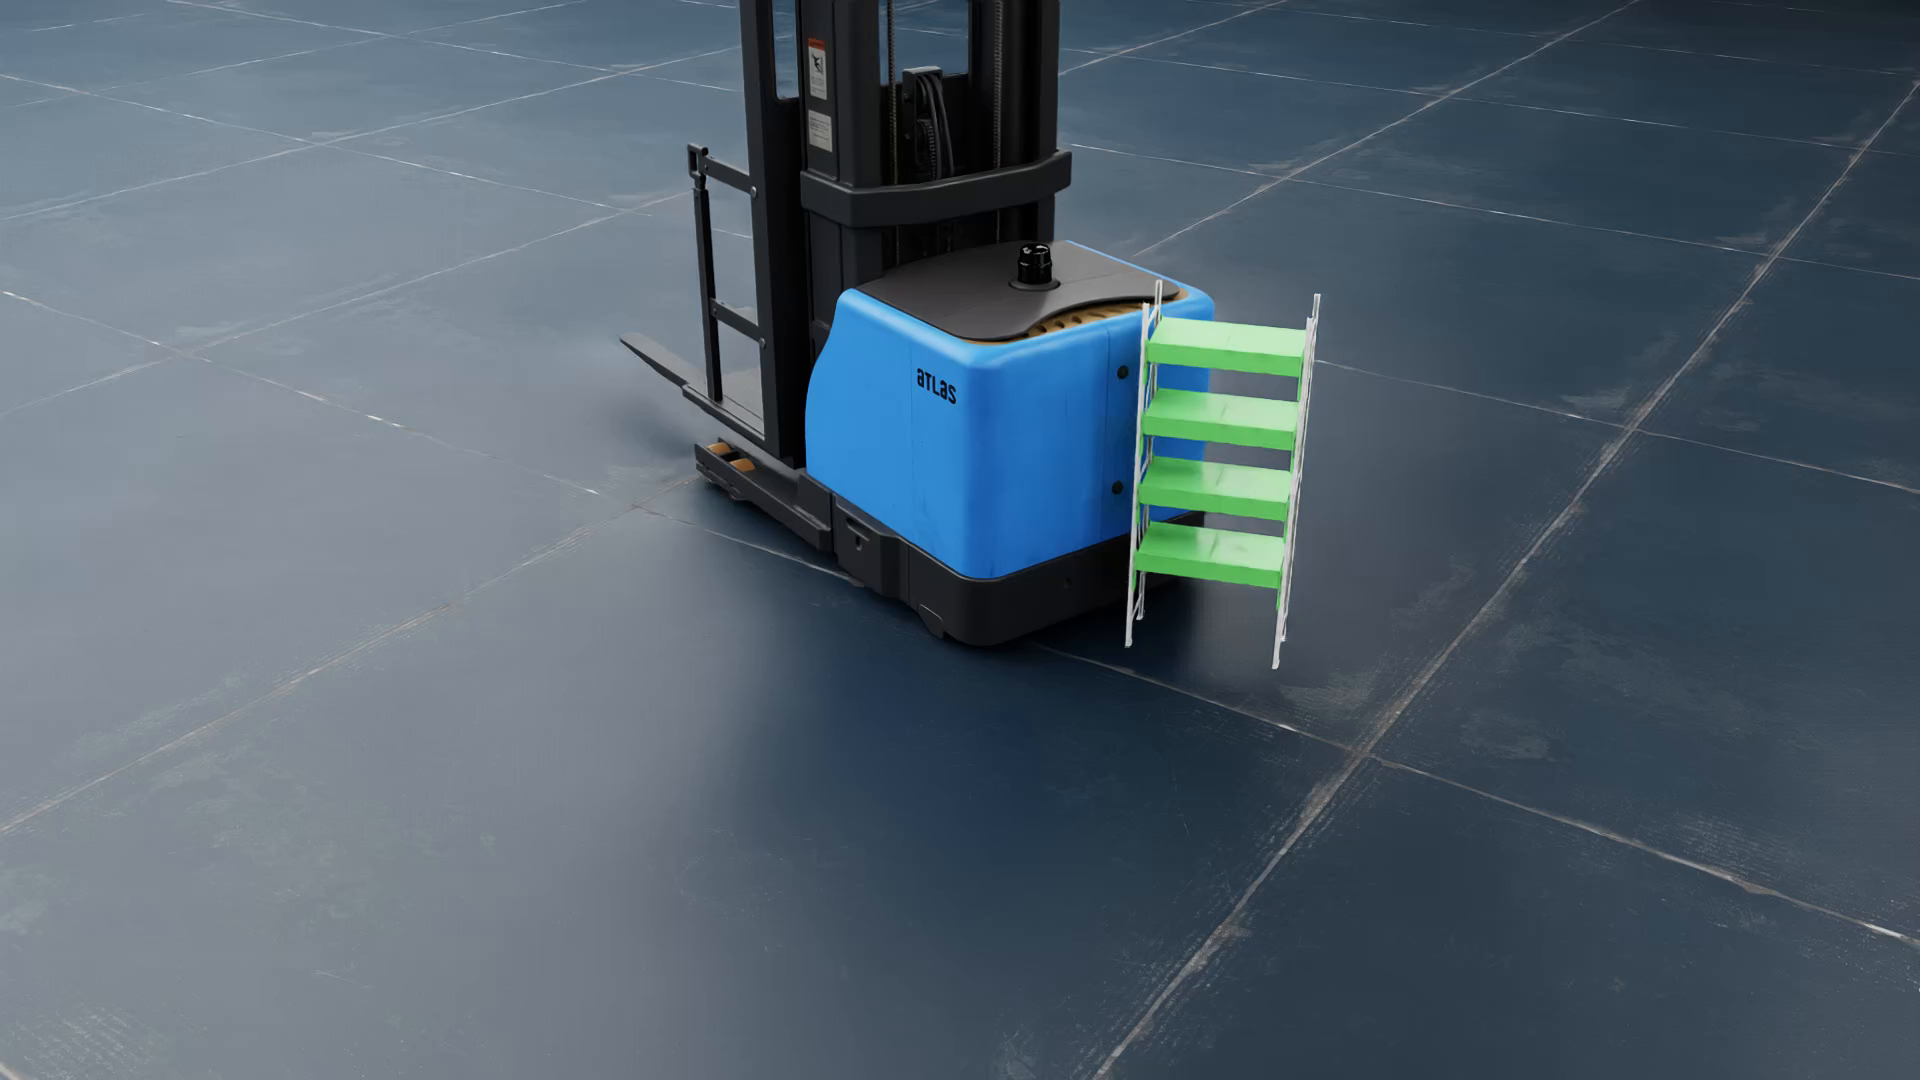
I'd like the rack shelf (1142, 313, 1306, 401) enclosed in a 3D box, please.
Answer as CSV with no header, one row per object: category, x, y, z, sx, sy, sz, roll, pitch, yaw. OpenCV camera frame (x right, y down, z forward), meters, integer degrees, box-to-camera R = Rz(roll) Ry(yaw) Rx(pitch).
rack shelf,0.826,-0.567,5.123,0.480,0.148,0.258,8,28,15

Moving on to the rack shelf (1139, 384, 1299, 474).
rack shelf,0.826,-0.353,5.232,0.480,0.148,0.258,8,28,15

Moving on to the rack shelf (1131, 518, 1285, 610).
rack shelf,0.826,0.075,5.450,0.480,0.148,0.258,8,28,15

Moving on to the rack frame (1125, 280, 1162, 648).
rack frame,0.591,-0.227,5.373,0.015,1.200,0.240,8,28,15

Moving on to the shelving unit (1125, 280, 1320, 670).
shelving unit,0.826,-0.196,5.312,0.503,1.200,0.258,8,28,15

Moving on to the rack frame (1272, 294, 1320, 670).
rack frame,1.060,-0.165,5.251,0.015,1.200,0.240,8,28,15

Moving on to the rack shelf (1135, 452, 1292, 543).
rack shelf,0.826,-0.139,5.341,0.480,0.148,0.258,8,28,15

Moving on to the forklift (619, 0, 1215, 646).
forklift,-0.405,-1.574,6.111,1.130,2.935,3.031,-18,32,-31
